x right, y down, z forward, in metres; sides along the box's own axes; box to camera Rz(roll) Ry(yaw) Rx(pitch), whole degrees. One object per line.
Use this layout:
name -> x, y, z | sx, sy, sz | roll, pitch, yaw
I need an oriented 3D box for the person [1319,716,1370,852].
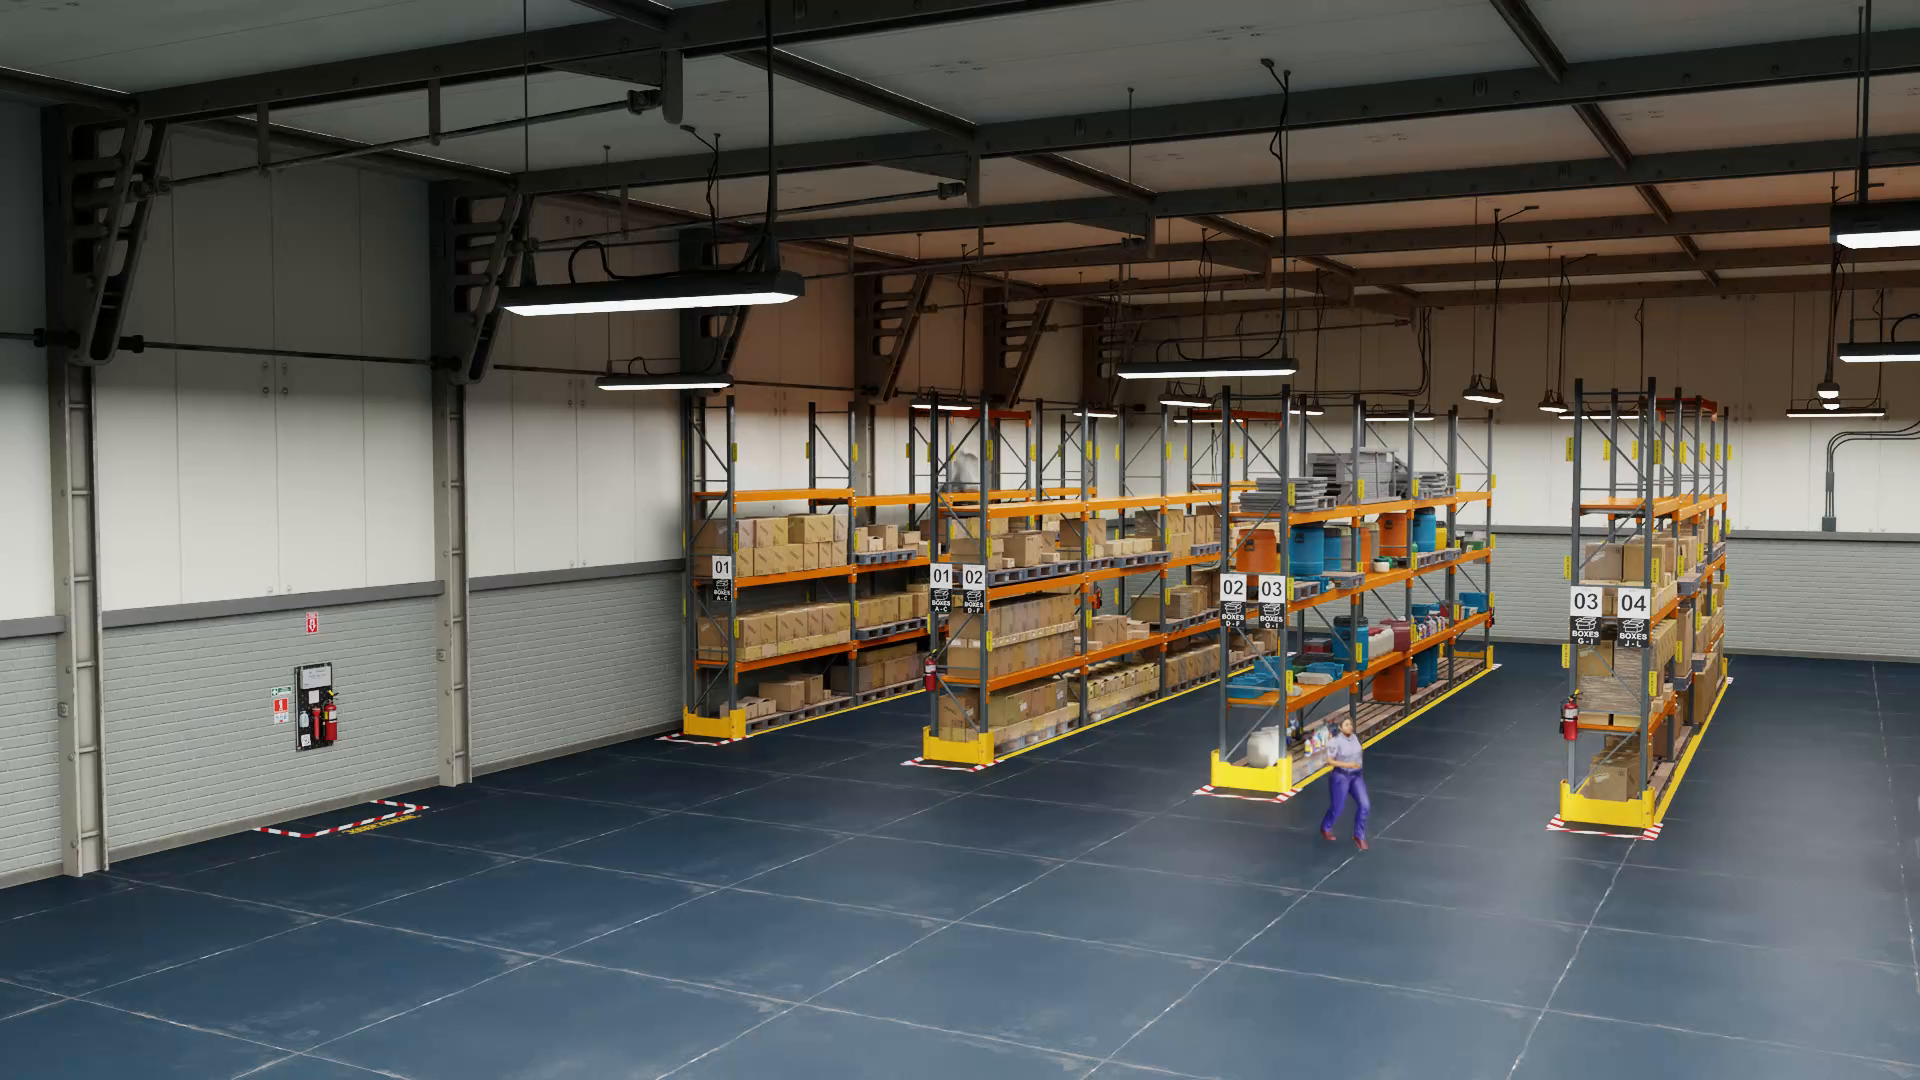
person -> 4.890, 3.088, 21.130 | 0.608, 1.689, 0.743 | -1, 3, -24
